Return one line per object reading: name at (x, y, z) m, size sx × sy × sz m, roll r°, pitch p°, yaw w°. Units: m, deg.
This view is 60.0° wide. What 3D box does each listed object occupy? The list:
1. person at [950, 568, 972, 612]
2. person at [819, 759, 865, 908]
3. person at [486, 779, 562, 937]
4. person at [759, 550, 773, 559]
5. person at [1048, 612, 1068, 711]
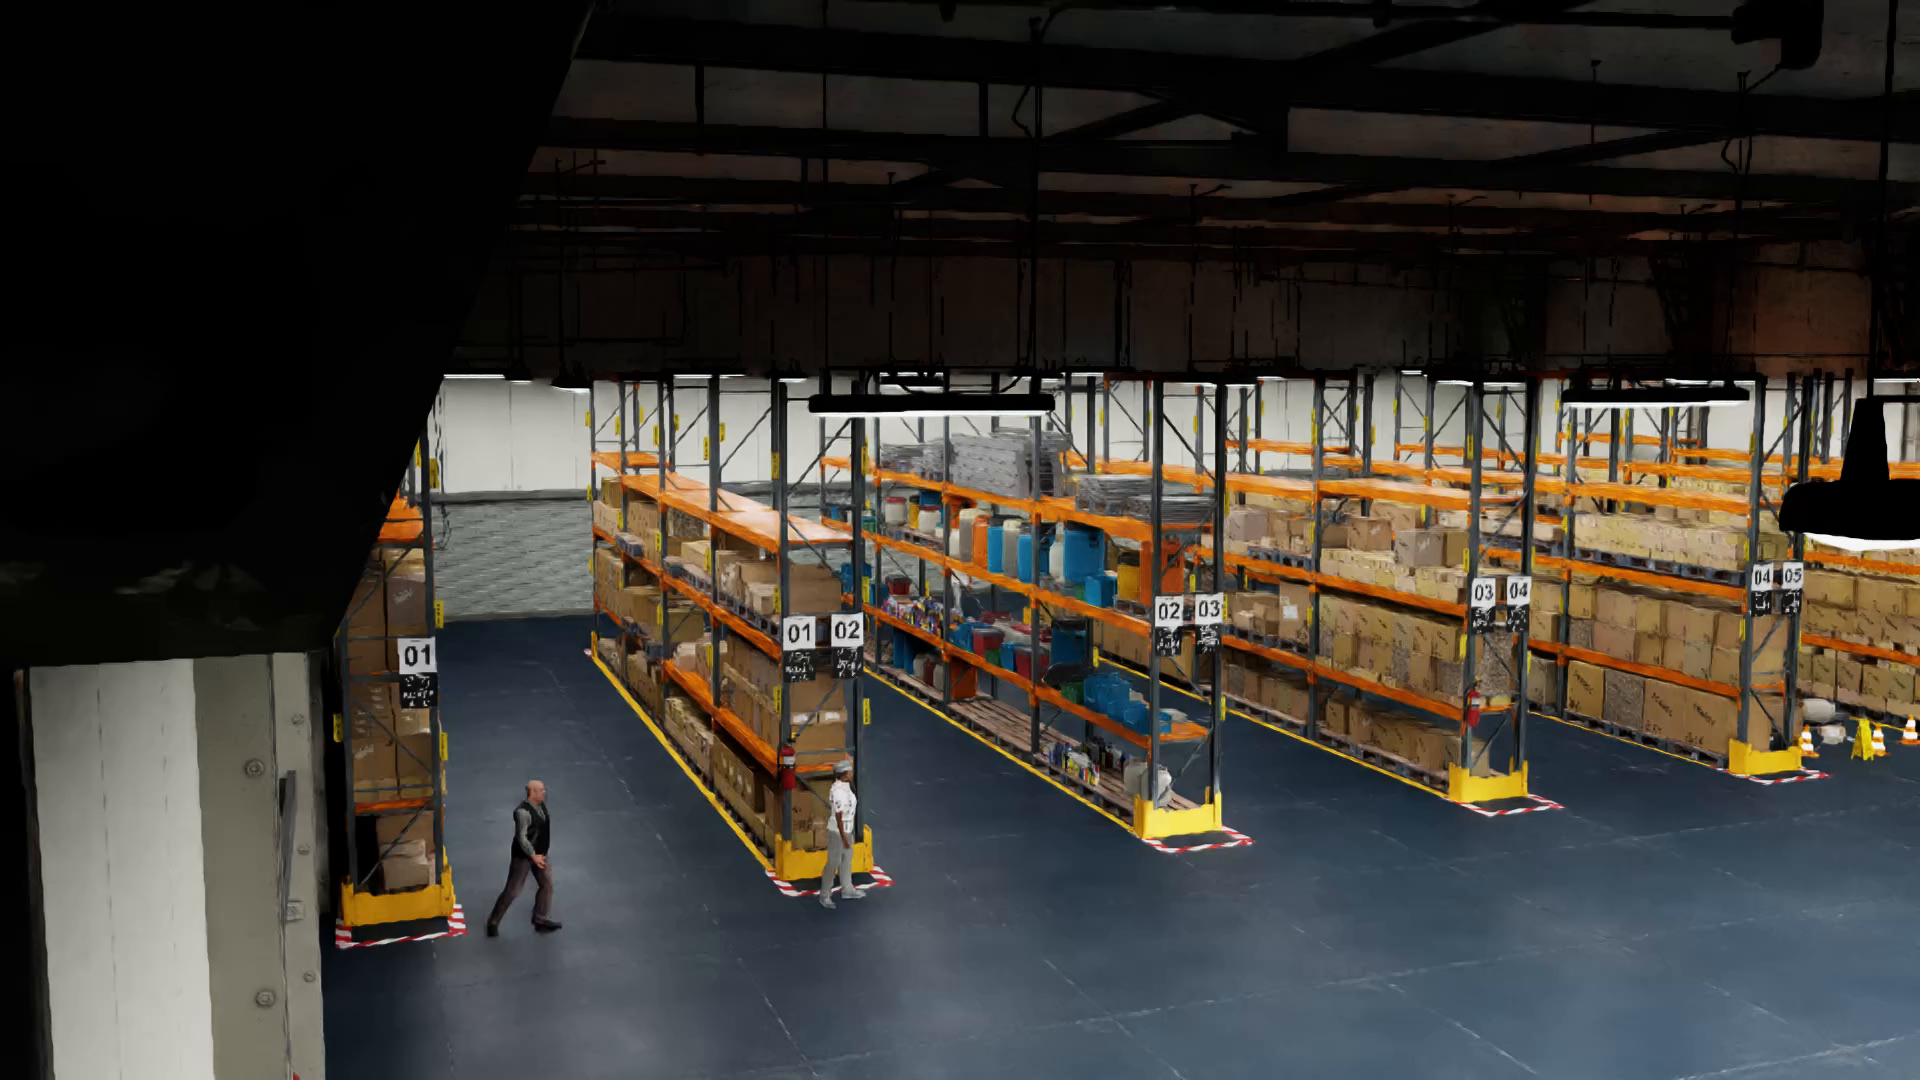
person at (0.025, 1.013, 40.059) m, size 0.575 × 1.689 × 1.129 m, roll -3°, pitch 7°, yaw -22°
person at (-1.376, 3.366, 19.179) m, size 0.481 × 1.674 × 0.586 m, roll 1°, pitch 6°, yaw 6°
person at (-4.793, 3.470, 18.181) m, size 0.716 × 1.694 × 0.702 m, roll 2°, pitch 7°, yaw 20°
person at (-4.661, 0.981, 40.313) m, size 0.702 × 1.734 × 0.549 m, roll -2°, pitch 7°, yaw -21°
person at (1.819, 2.149, 29.673) m, size 0.476 × 1.738 × 0.625 m, roll -6°, pitch 9°, yaw -43°
